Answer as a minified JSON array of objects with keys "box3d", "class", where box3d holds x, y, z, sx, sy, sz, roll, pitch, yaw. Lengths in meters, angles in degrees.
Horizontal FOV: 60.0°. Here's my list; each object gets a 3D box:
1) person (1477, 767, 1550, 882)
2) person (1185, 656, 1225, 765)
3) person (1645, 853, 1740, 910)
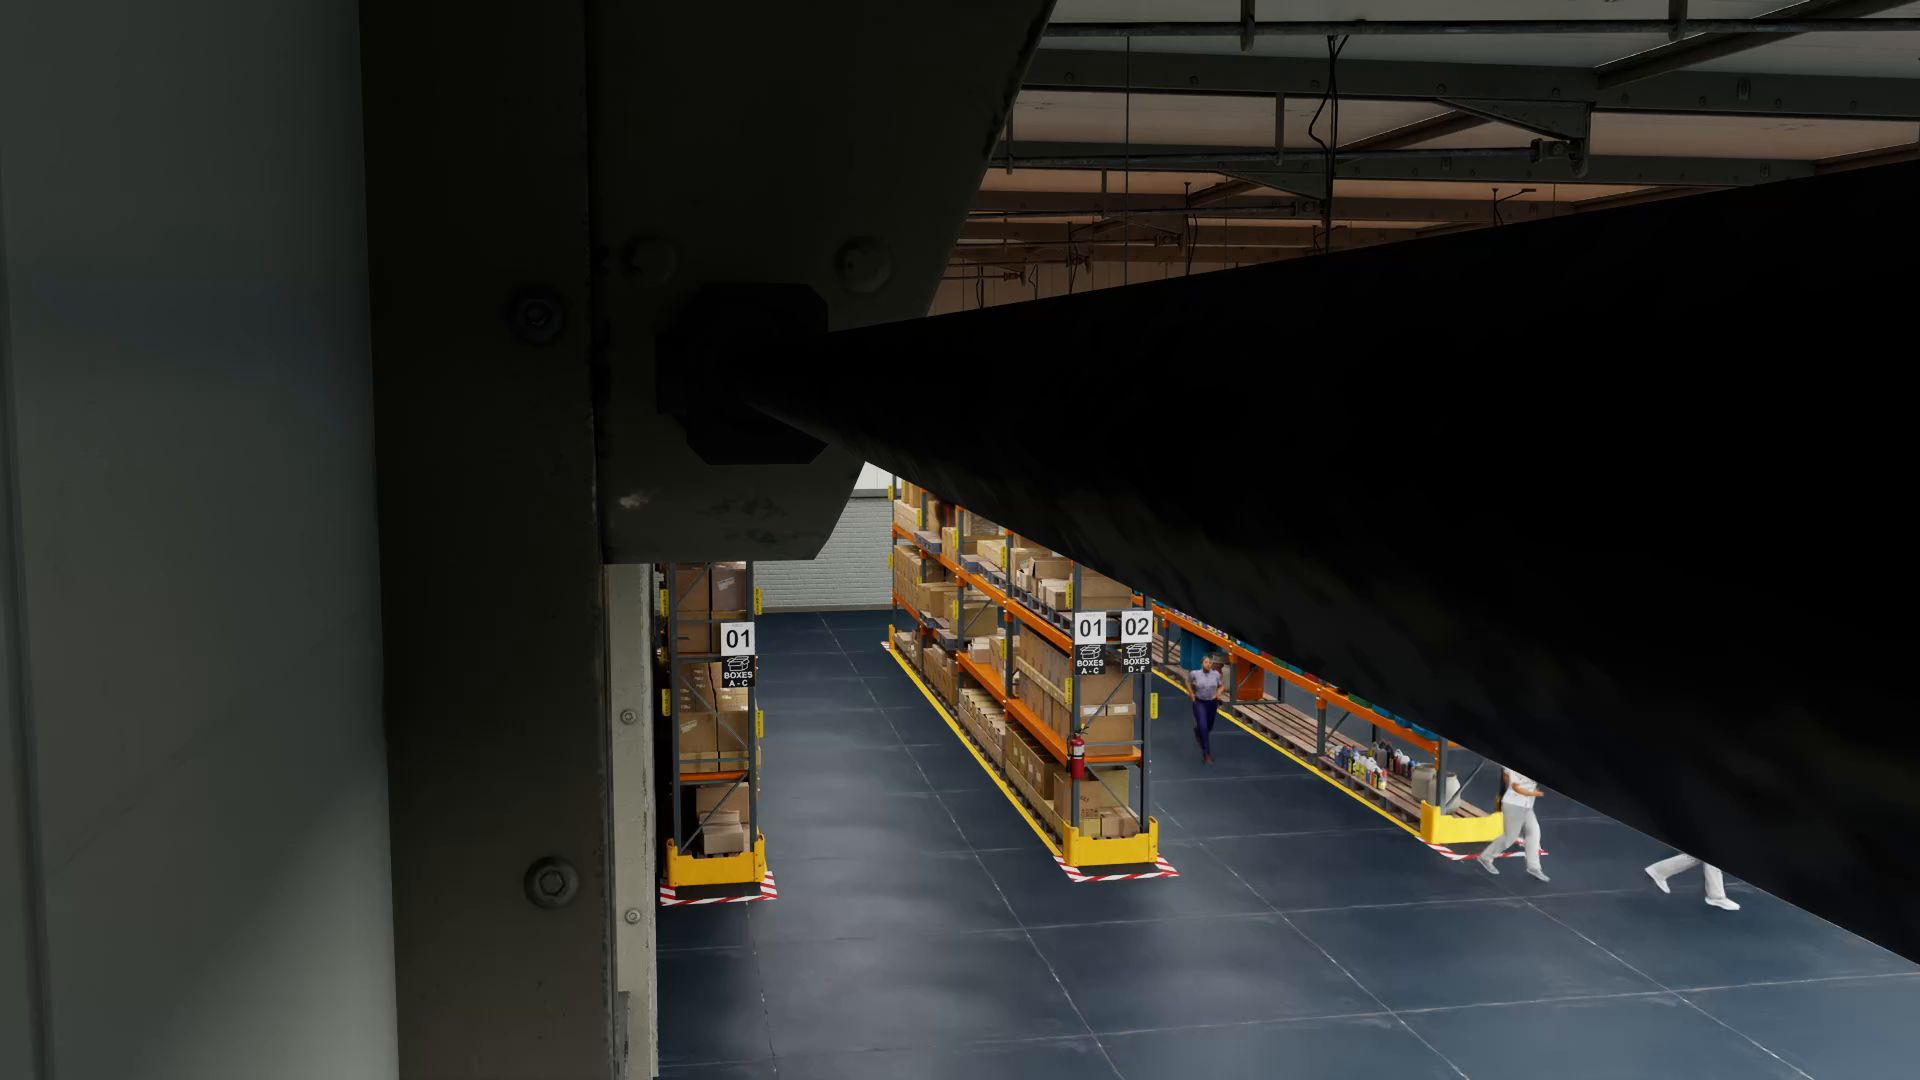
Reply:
[{"box3d":[6.837,3.303,20.427,0.850,1.692,0.637,3,7,25],"class":"person"},{"box3d":[3.927,2.664,26.561,0.574,1.663,1.094,-1,6,-13],"class":"person"},{"box3d":[8.528,3.368,19.298,1.025,1.787,0.710,2,6,17],"class":"person"}]
